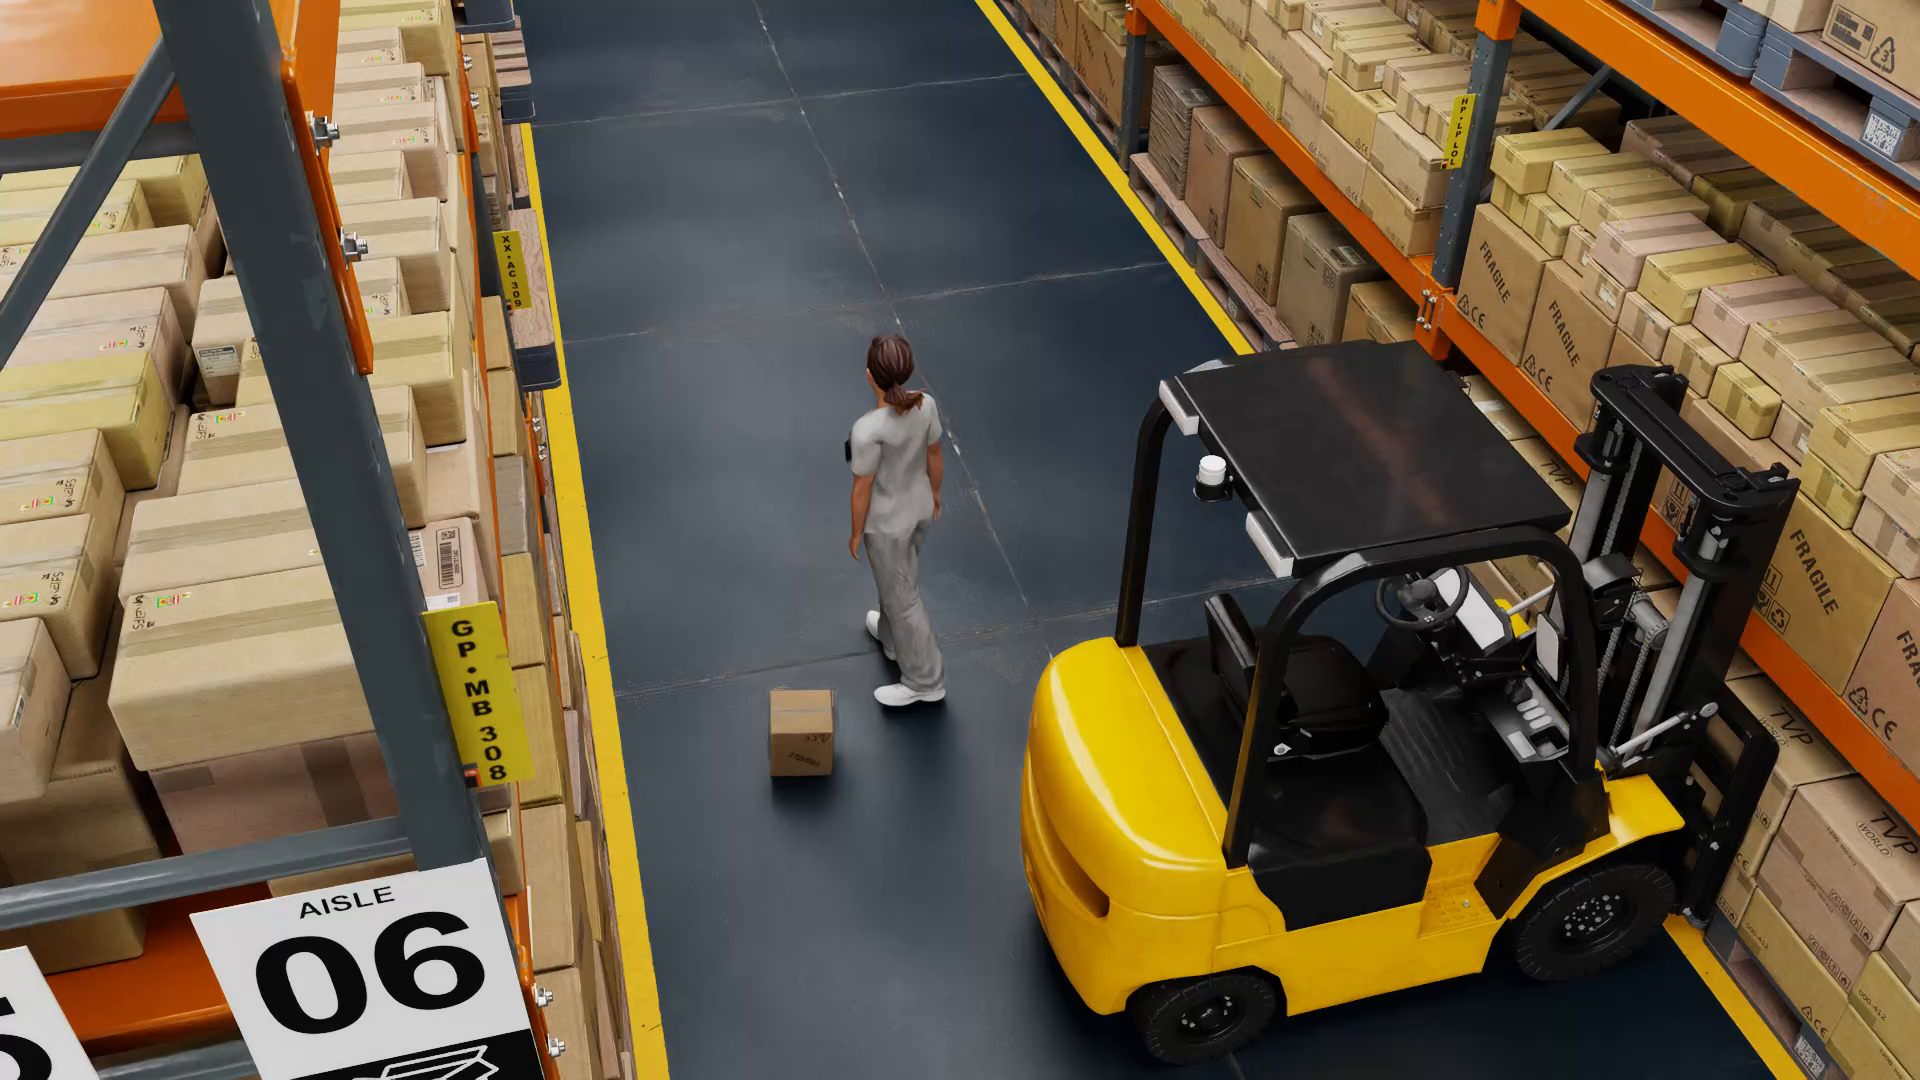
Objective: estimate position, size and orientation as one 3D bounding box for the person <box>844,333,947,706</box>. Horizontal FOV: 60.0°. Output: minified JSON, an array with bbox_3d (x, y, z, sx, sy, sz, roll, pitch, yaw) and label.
[{"bbox_3d":[-0.268,-0.089,6.831,0.619,1.667,0.511,27,45,29],"label":"person"}]
